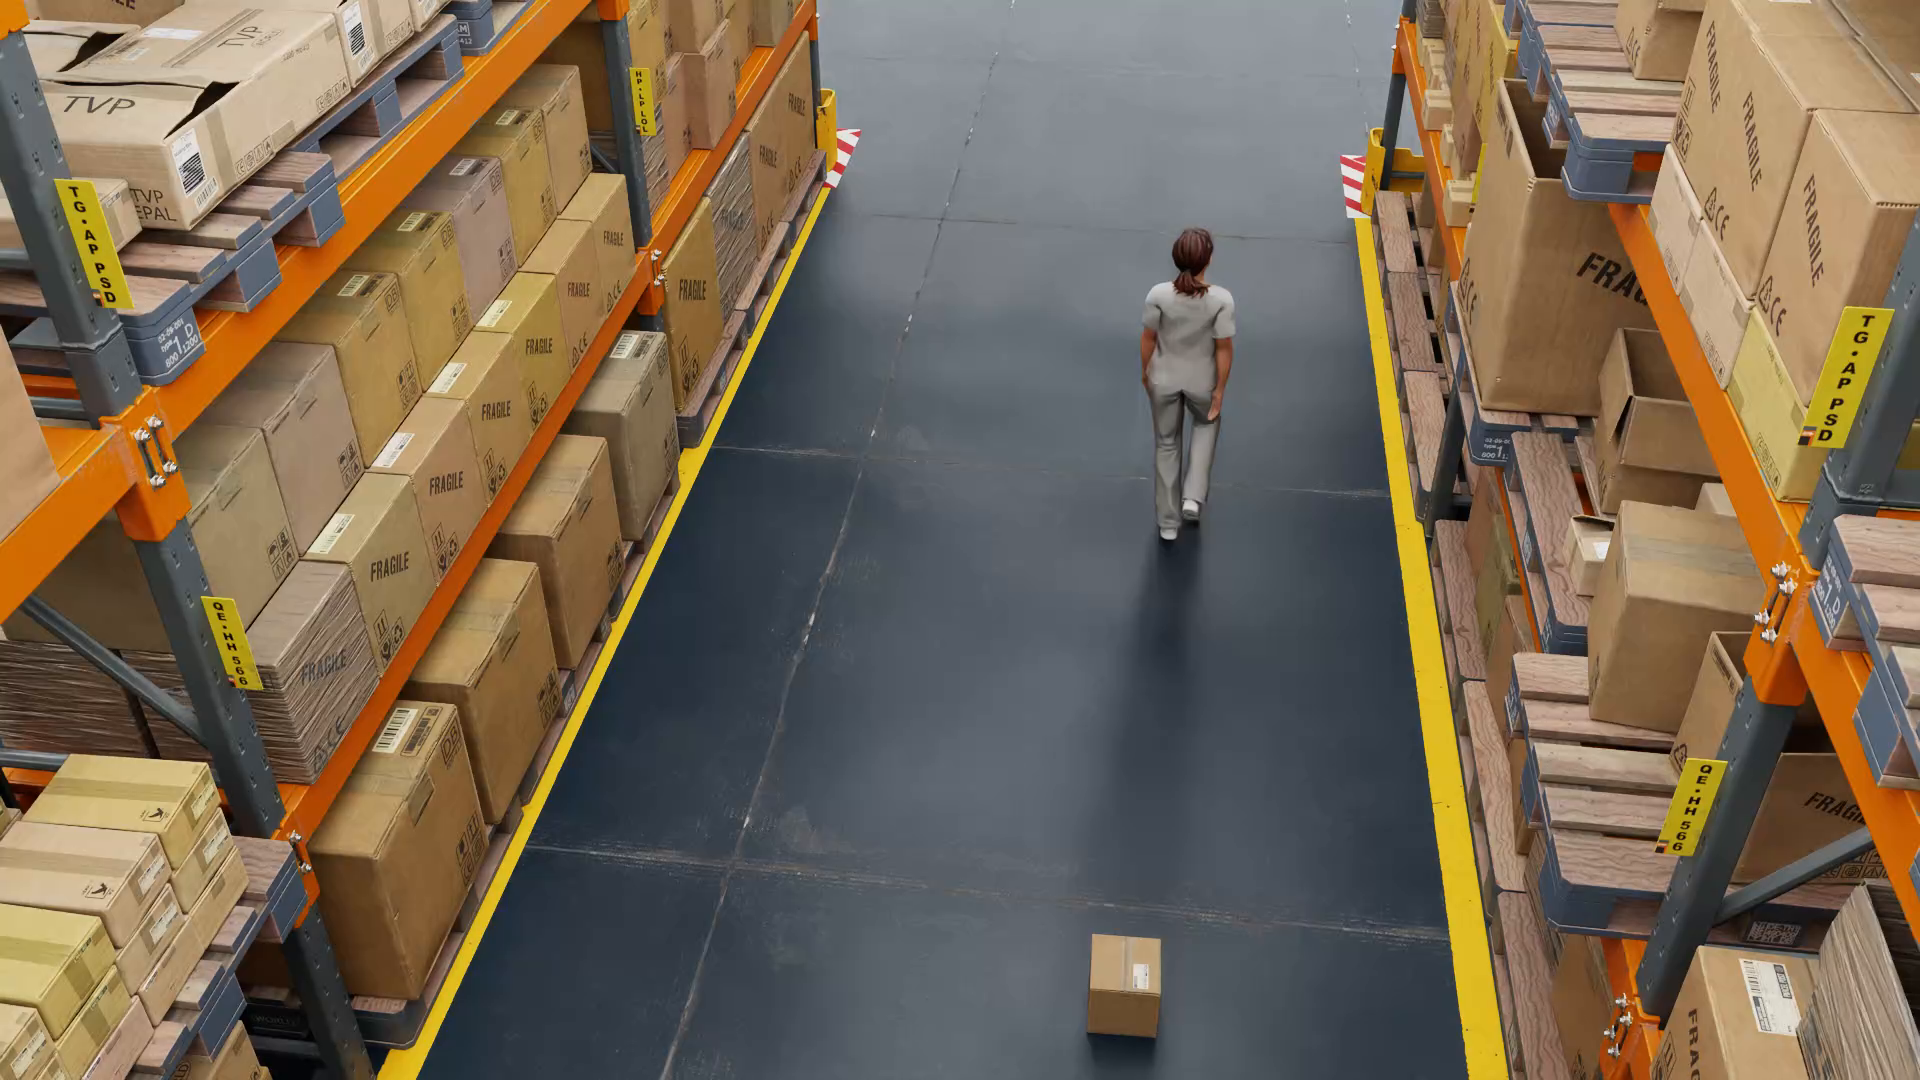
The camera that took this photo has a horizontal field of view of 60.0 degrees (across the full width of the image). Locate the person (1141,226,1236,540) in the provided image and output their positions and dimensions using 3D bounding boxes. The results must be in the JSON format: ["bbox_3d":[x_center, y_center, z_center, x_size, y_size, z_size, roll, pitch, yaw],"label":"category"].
[{"bbox_3d":[1.082,-0.767,8.066,0.444,1.690,0.463,5,37,6],"label":"person"}]
